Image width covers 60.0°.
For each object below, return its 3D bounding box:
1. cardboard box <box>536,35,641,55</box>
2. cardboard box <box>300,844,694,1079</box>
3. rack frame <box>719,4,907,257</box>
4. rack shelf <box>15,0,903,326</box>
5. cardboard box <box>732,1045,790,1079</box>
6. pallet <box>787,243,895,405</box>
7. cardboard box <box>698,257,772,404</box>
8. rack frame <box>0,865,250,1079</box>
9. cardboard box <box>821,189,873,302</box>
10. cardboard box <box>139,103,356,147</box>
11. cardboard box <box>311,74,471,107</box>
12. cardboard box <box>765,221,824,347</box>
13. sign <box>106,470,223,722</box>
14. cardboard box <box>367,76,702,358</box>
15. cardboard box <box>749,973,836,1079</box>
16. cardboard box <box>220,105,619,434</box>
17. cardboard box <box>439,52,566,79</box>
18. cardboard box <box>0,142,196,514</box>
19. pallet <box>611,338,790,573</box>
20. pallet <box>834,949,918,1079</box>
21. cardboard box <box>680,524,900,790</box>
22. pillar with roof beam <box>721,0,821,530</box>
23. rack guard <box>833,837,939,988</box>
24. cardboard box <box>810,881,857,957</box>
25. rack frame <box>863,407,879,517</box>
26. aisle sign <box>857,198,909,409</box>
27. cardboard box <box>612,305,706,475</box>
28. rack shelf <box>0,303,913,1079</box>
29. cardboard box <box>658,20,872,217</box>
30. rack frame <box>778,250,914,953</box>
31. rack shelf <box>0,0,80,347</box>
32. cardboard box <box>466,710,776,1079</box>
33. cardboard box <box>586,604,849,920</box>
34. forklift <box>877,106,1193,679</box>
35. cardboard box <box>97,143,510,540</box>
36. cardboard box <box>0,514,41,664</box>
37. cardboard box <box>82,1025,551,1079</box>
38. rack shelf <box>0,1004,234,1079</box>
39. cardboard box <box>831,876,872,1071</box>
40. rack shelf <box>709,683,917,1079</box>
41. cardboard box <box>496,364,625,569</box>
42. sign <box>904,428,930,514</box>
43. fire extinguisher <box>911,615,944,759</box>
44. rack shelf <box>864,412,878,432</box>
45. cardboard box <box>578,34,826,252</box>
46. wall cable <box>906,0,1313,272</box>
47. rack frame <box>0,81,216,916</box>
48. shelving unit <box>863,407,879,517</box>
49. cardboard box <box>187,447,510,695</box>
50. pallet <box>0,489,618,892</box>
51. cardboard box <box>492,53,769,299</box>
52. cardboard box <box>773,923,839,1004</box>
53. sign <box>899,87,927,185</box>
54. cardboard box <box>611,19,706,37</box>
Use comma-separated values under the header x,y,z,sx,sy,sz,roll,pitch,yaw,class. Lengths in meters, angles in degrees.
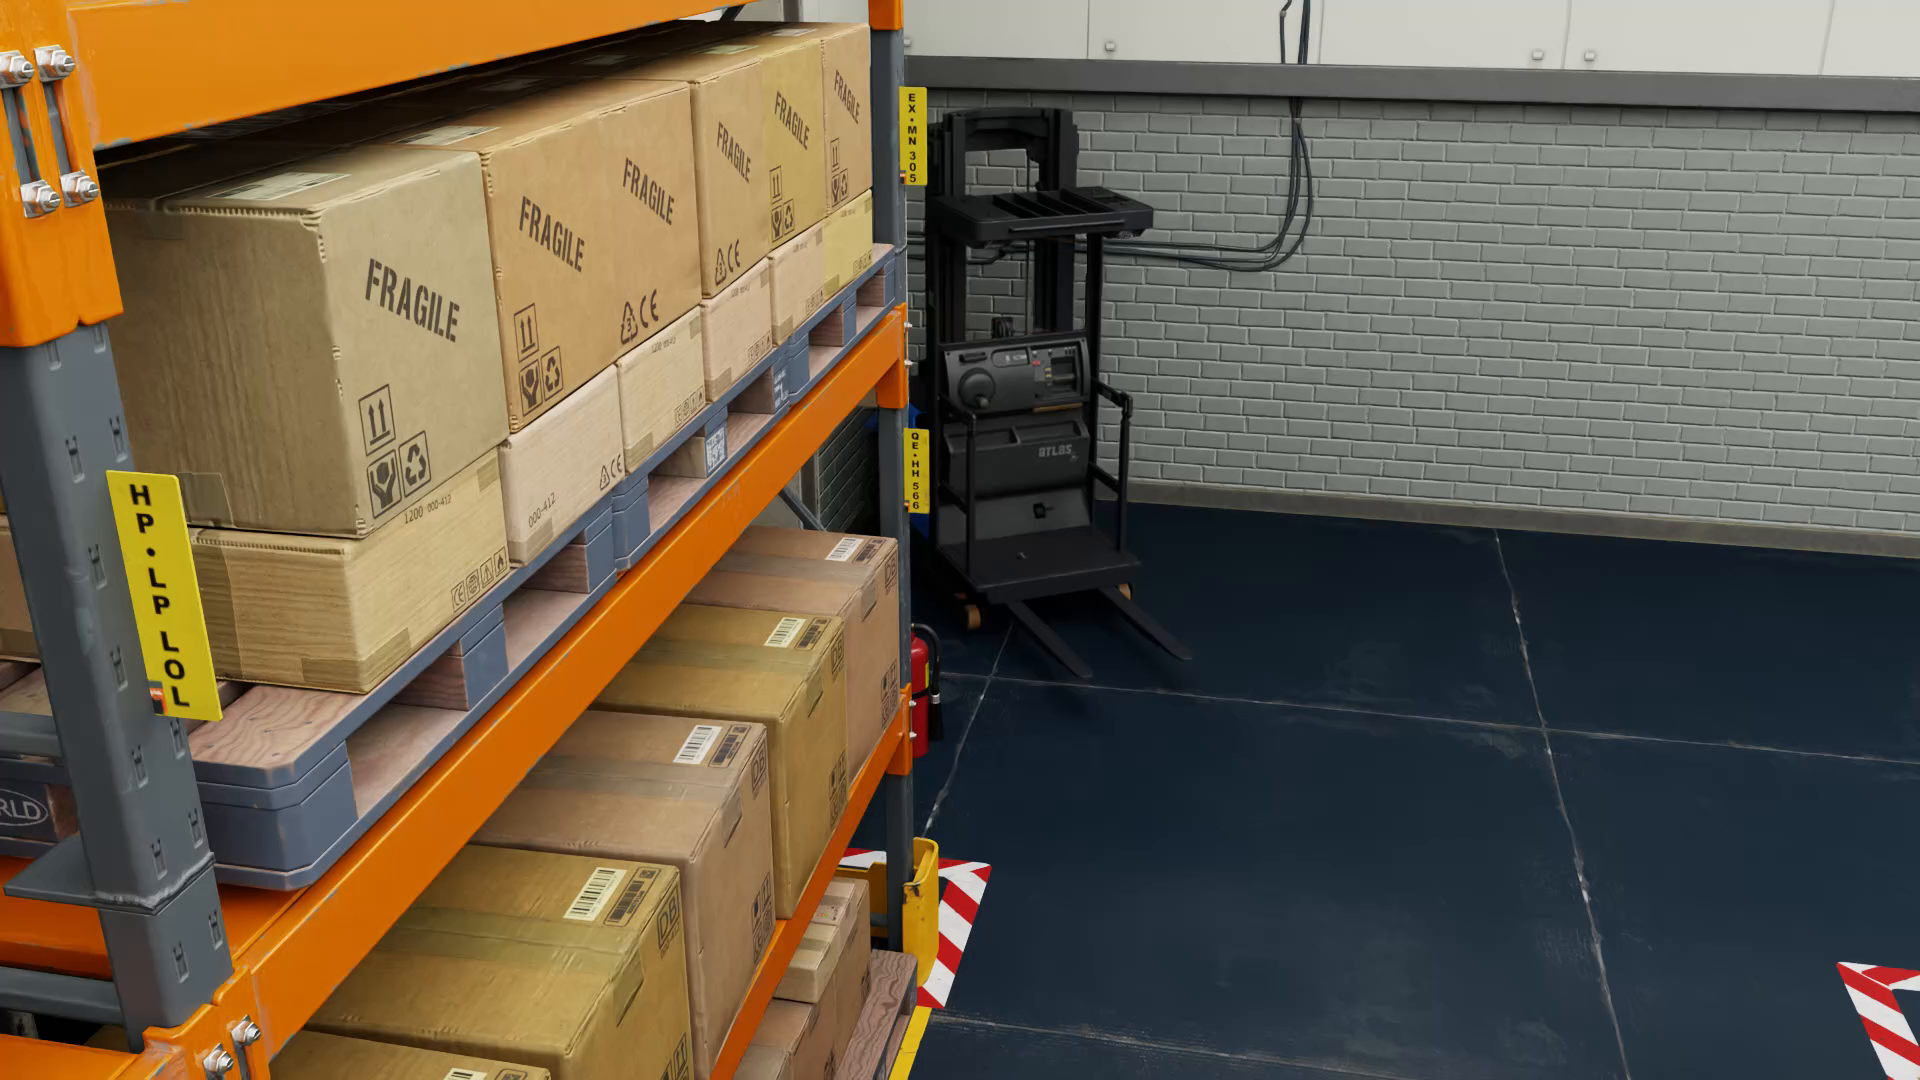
x,y,z,sx,sy,sz,roll,pitch,yaw,class
-1.191,-1.121,4.608,0.500,0.500,0.500,4,22,10,cardboard box
-1.226,1.208,3.936,0.980,0.700,0.700,4,22,10,cardboard box
-0.690,-2.434,5.353,1.000,3.000,0.127,4,22,11,rack frame
-1.098,-1.184,3.745,1.077,0.370,4.000,4,22,11,rack shelf
-0.939,1.944,5.296,0.700,0.500,0.500,4,22,9,cardboard box
-0.831,-0.730,5.254,1.003,0.211,1.213,4,22,11,pallet
-0.786,-0.545,4.182,0.500,0.250,0.500,4,22,9,cardboard box
-1.507,1.811,2.841,1.000,3.000,0.127,4,22,11,rack frame
-0.580,-0.927,5.129,0.500,0.250,0.500,5,23,13,cardboard box
-1.488,-0.562,3.219,0.500,0.500,0.500,4,22,9,cardboard box
-1.402,-0.755,3.698,0.500,0.500,0.500,4,22,9,cardboard box
-0.685,-0.736,4.656,0.500,0.250,0.500,4,22,9,cardboard box
-0.973,0.072,2.031,0.100,0.325,0.005,4,22,11,sign
-0.892,-0.708,3.583,0.500,0.500,0.500,5,22,11,cardboard box
-0.837,1.760,5.753,0.700,0.500,0.500,4,22,11,cardboard box
-0.988,-0.527,3.134,0.500,0.500,0.500,4,22,10,cardboard box
-1.293,-0.937,4.150,0.500,0.500,0.500,4,22,11,cardboard box
-1.592,-0.373,2.750,0.500,0.500,0.500,4,22,11,cardboard box
-1.078,-0.282,4.143,1.003,0.211,1.213,4,22,11,pallet
-0.777,1.940,6.253,1.003,0.211,1.213,4,22,11,pallet
-0.785,0.397,5.952,0.980,0.700,0.700,5,23,13,cardboard box
3.228,-3.160,7.153,9.100,9.000,0.400,4,22,11,pillar with roof beam
-0.685,1.499,6.962,1.175,0.500,0.348,4,22,11,rack guard
-0.583,1.337,5.935,0.380,0.149,0.250,4,22,10,cardboard box
-0.567,-0.898,11.390,0.500,1.500,0.032,-7,17,20,rack frame
-0.382,-0.861,5.996,0.394,0.787,0.004,4,22,11,aisle sign
-0.892,-0.358,3.716,0.500,0.250,0.500,4,22,9,cardboard box
-1.098,0.022,4.231,1.077,0.370,4.000,4,22,11,rack shelf
-0.573,-1.274,4.987,0.500,0.500,0.500,4,22,11,cardboard box
-0.690,0.348,6.473,1.000,3.000,0.127,4,22,11,rack frame
-1.915,0.279,0.113,1.077,0.370,4.000,4,22,11,rack shelf
-1.087,0.942,4.599,0.980,0.700,0.700,3,22,8,cardboard box
-0.922,0.663,5.289,0.980,0.700,0.700,4,22,10,cardboard box
0.428,-0.986,9.877,1.130,2.935,3.031,-8,23,-19,forklift
-1.087,-0.339,2.666,0.500,0.500,0.500,4,22,10,cardboard box
-1.596,-0.020,2.877,0.500,0.250,0.500,5,22,11,cardboard box
-1.380,1.475,3.274,0.980,0.700,0.700,5,22,12,cardboard box
-1.915,1.485,0.599,1.077,0.370,4.000,4,22,11,rack shelf
-0.735,1.577,6.207,0.700,0.500,0.500,4,22,11,cardboard box
-1.098,1.414,4.791,1.077,0.370,4.000,4,22,11,rack shelf
-0.990,-0.170,3.249,0.500,0.250,0.500,4,22,10,cardboard box
-0.162,-0.252,6.097,0.100,0.325,0.005,4,22,11,sign
-0.208,0.537,6.607,0.296,0.674,0.183,4,22,11,fire extinguisher
-0.382,-0.896,11.897,0.538,0.185,1.000,-7,17,20,rack shelf
-0.685,-1.092,4.535,0.500,0.500,0.500,5,23,13,cardboard box
0.814,-3.035,11.001,3.097,2.526,0.112,4,22,11,wall cable
-1.507,-0.971,1.720,1.000,3.000,0.127,4,22,11,rack frame
-0.420,-1.065,11.847,0.538,1.500,1.048,-7,17,20,shelving unit
-1.107,0.016,2.789,0.500,0.250,0.500,4,22,11,cardboard box
-1.329,0.163,3.038,1.003,0.211,1.213,4,22,11,pallet
-0.784,-0.900,4.060,0.500,0.500,0.500,3,22,9,cardboard box
-0.635,1.430,5.703,0.380,0.149,0.250,5,22,12,cardboard box
-0.162,-1.371,5.647,0.100,0.325,0.005,4,22,11,sign
-1.076,-1.314,5.086,0.500,0.500,0.500,4,22,9,cardboard box
